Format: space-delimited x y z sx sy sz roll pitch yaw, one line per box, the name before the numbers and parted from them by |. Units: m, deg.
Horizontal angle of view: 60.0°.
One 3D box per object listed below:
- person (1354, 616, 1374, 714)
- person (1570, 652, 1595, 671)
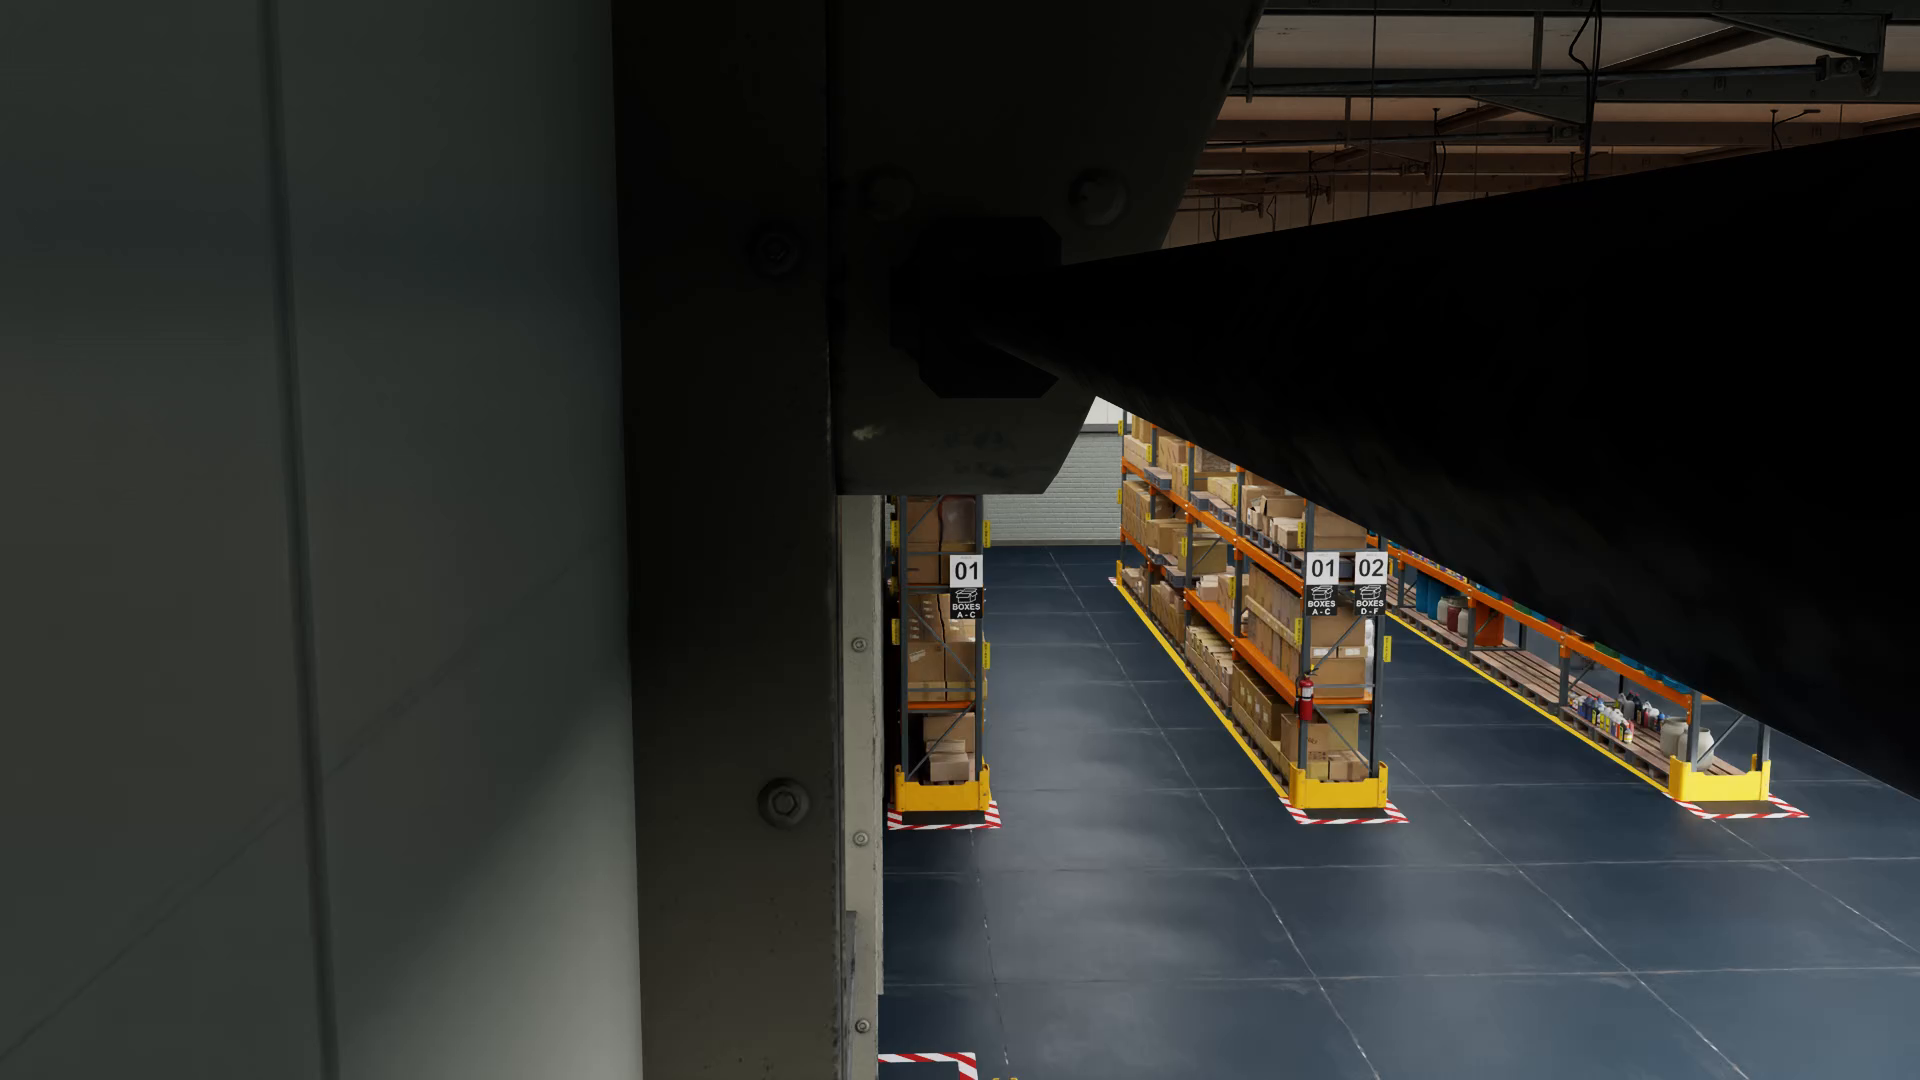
person | 6.093 1.796 25.169 0.362 1.685 0.491 0 8 3
person | 10.572 1.342 28.096 0.359 1.726 0.601 7 11 38
